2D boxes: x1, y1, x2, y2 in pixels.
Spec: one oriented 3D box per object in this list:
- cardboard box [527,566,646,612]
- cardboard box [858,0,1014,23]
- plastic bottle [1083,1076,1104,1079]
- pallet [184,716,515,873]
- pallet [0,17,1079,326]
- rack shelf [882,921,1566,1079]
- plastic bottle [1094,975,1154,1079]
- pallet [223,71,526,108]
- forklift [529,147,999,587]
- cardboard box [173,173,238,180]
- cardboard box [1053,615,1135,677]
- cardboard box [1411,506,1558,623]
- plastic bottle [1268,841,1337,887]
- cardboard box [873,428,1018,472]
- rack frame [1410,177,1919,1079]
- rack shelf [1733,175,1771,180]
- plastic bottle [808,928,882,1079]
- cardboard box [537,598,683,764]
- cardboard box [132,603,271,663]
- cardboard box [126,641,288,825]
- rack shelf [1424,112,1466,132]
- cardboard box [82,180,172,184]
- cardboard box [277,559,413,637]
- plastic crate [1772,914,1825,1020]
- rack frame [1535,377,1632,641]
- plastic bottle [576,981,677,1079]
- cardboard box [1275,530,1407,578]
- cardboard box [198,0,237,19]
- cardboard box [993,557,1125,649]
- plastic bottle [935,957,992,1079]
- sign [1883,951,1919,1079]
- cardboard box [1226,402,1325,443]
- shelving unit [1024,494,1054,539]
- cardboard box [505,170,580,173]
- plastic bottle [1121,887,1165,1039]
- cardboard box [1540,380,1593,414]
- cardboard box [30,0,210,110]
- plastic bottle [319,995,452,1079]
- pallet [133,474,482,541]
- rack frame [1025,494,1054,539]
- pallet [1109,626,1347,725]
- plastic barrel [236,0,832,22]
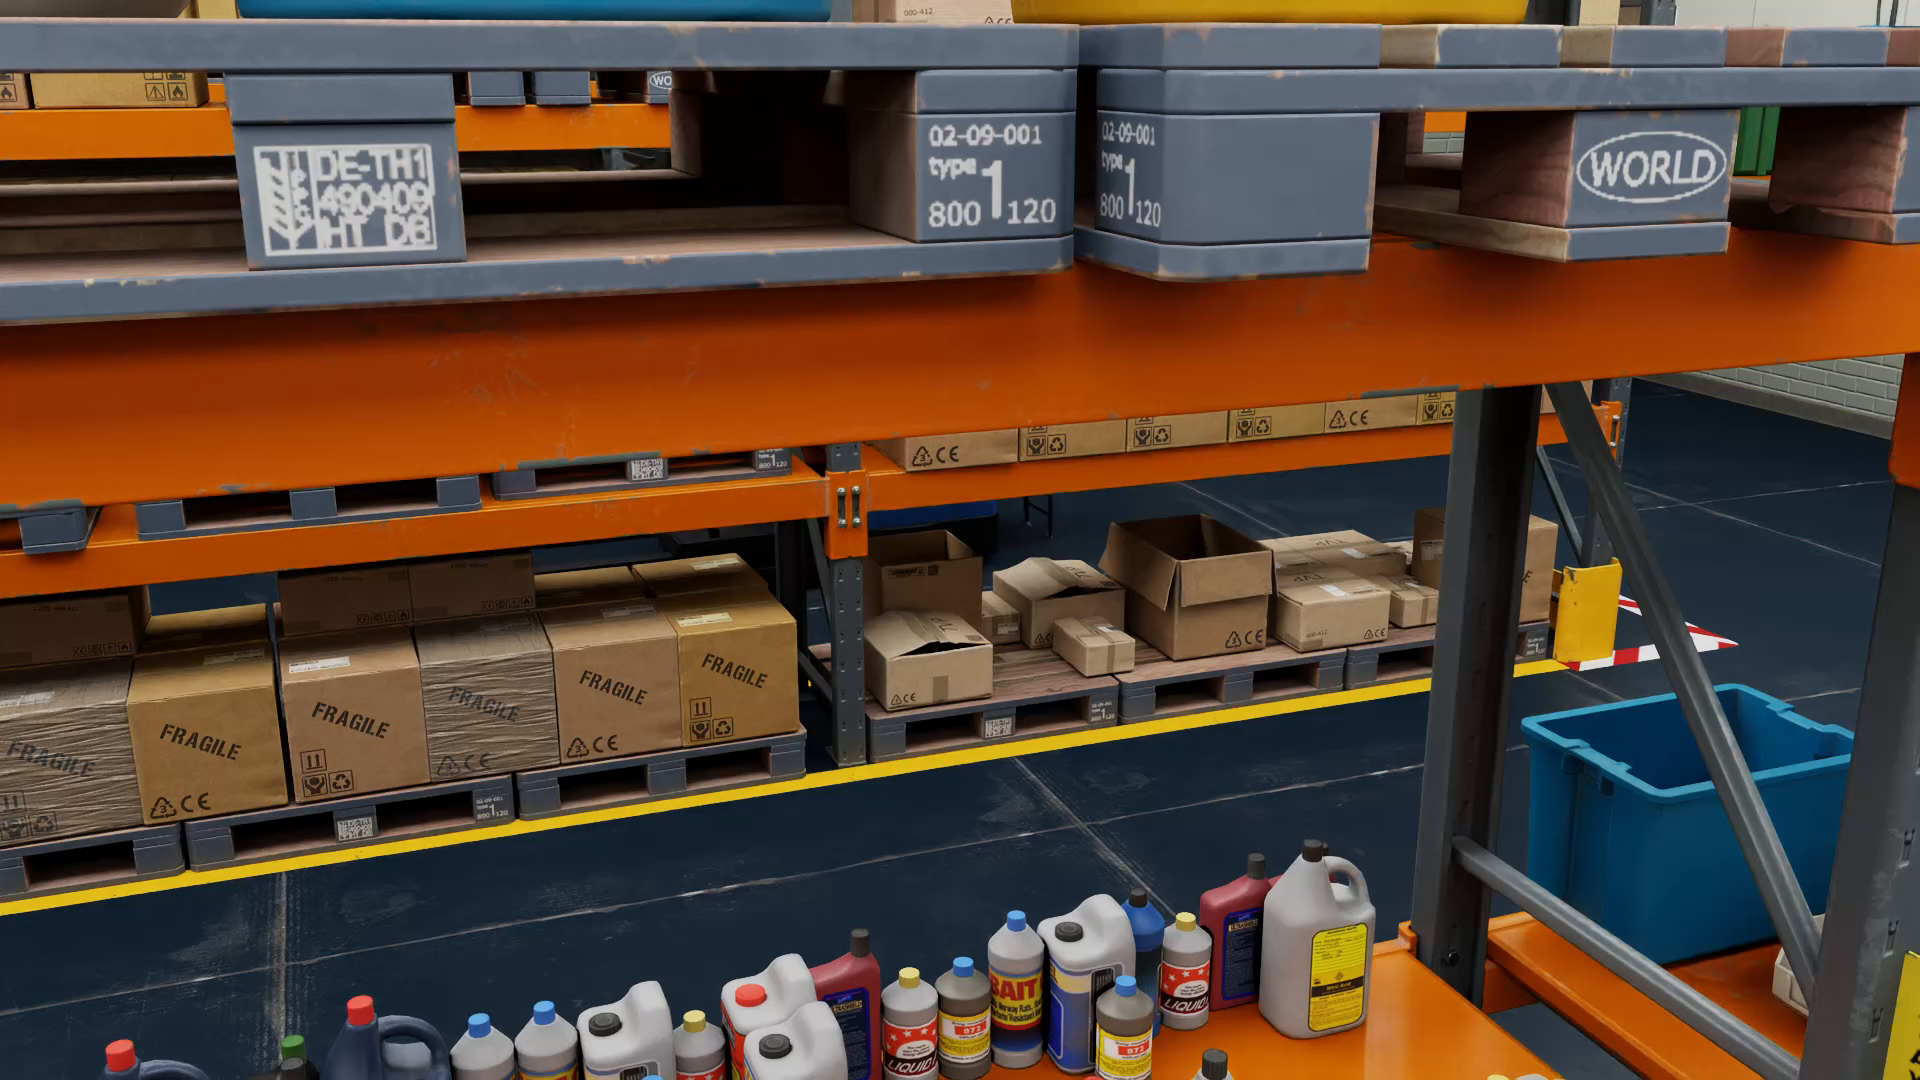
[{"bbox_3d":[-1.677,0.447,7.408,0.500,0.500,0.500,-6,17,-19],"label":"cardboard box"},{"bbox_3d":[-0.101,-2.173,6.731,0.500,0.250,0.500,-6,17,-20],"label":"cardboard box"},{"bbox_3d":[0.159,0.904,2.283,0.185,0.351,0.144,-6,17,-20],"label":"plastic bottle"},{"bbox_3d":[-2.531,0.971,6.916,1.213,0.211,1.003,-6,17,-20],"label":"pallet"},{"bbox_3d":[-0.630,-0.408,1.675,1.213,0.211,1.003,-6,17,-20],"label":"pallet"},{"bbox_3d":[-0.743,1.268,2.234,4.000,0.370,1.077,-6,17,-20],"label":"rack shelf"},{"bbox_3d":[0.277,0.831,2.799,0.097,0.201,0.097,0,16,0],"label":"plastic bottle"},{"bbox_3d":[-2.246,-1.779,6.343,1.003,0.211,1.213,-6,17,-20],"label":"pallet"},{"bbox_3d":[-1.332,-1.234,9.599,3.031,2.935,1.130,-7,18,-22],"label":"forklift"},{"bbox_3d":[-4.860,-2.258,10.894,0.500,0.250,0.500,-7,18,-21],"label":"cardboard box"},{"bbox_3d":[0.629,0.490,7.852,0.250,0.166,0.380,-6,17,-20],"label":"cardboard box"},{"bbox_3d":[2.671,0.122,8.515,0.500,0.500,0.500,-6,17,-20],"label":"cardboard box"},{"bbox_3d":[0.630,0.702,3.092,0.133,0.283,0.061,-6,17,-20],"label":"plastic bottle"},{"bbox_3d":[-0.071,-0.610,7.175,0.500,0.500,0.500,-6,17,-19],"label":"cardboard box"},{"bbox_3d":[1.125,0.721,2.819,0.127,3.000,1.000,-6,17,-20],"label":"rack frame"},{"bbox_3d":[2.992,-0.575,3.185,4.000,0.370,1.077,-6,17,-20],"label":"rack shelf"},{"bbox_3d":[-0.200,0.791,2.787,0.133,0.283,0.061,-6,17,-20],"label":"plastic bottle"},{"bbox_3d":[-1.467,0.578,6.960,0.500,0.500,0.500,-6,17,-20],"label":"cardboard box"},{"bbox_3d":[-3.107,0.601,6.884,0.500,0.500,0.500,-7,18,-22],"label":"cardboard box"},{"bbox_3d":[-2.895,0.735,6.428,0.500,0.500,0.500,-6,18,-21],"label":"cardboard box"},{"bbox_3d":[1.223,-1.878,7.624,4.000,0.370,1.077,-6,17,-20],"label":"rack shelf"},{"bbox_3d":[-5.138,-2.075,10.268,0.500,0.250,0.500,-6,18,-21],"label":"cardboard box"},{"bbox_3d":[-2.585,0.182,6.979,0.500,0.250,0.500,-7,18,-21],"label":"cardboard box"},{"bbox_3d":[1.611,0.809,2.880,0.243,0.136,0.396,-6,17,-20],"label":"plastic crate"},{"bbox_3d":[3.091,-0.986,8.632,0.127,3.000,1.000,-6,17,-20],"label":"rack frame"},{"bbox_3d":[-0.525,0.844,2.622,0.135,0.276,0.152,-6,17,-20],"label":"plastic bottle"},{"bbox_3d":[2.015,0.153,8.853,0.500,0.250,0.500,-6,17,-20],"label":"cardboard box"},{"bbox_3d":[-4.726,-3.364,10.449,0.500,0.500,0.700,-5,17,-17],"label":"cardboard box"},{"bbox_3d":[0.487,0.289,8.283,0.500,0.311,0.500,-6,17,-20],"label":"cardboard box"},{"bbox_3d":[0.006,0.814,2.855,0.097,0.201,0.097,0,16,0],"label":"plastic bottle"},{"bbox_3d":[1.320,0.733,2.287,0.005,0.325,0.100,-6,17,-20],"label":"sign"},{"bbox_3d":[1.349,-0.764,7.700,0.500,0.500,0.500,-6,18,-21],"label":"cardboard box"},{"bbox_3d":[0.286,-1.041,10.417,0.503,2.100,0.431,-7,18,-22],"label":"shelving unit"},{"bbox_3d":[-2.765,-2.331,11.142,0.500,0.250,0.500,-6,17,-19],"label":"cardboard box"},{"bbox_3d":[0.313,0.747,2.959,0.097,0.271,0.097,0,16,0],"label":"plastic bottle"},{"bbox_3d":[2.770,-0.917,8.220,0.500,0.500,0.500,-6,17,-18],"label":"cardboard box"},{"bbox_3d":[-3.022,-1.823,5.982,0.500,0.500,0.910,-6,17,-20],"label":"cardboard box"},{"bbox_3d":[-0.857,0.843,2.493,0.185,0.351,0.144,-6,17,-20],"label":"plastic bottle"},{"bbox_3d":[-2.565,-0.285,6.584,1.213,0.211,1.003,-6,17,-20],"label":"pallet"},{"bbox_3d":[0.511,-1.068,10.507,0.015,2.100,0.400,-7,18,-22],"label":"rack frame"},{"bbox_3d":[1.139,0.562,8.309,1.213,0.211,1.003,-6,17,-20],"label":"pallet"},{"bbox_3d":[-0.414,-0.948,1.544,0.708,0.901,0.600,-6,17,-20],"label":"plastic barrel"}]
